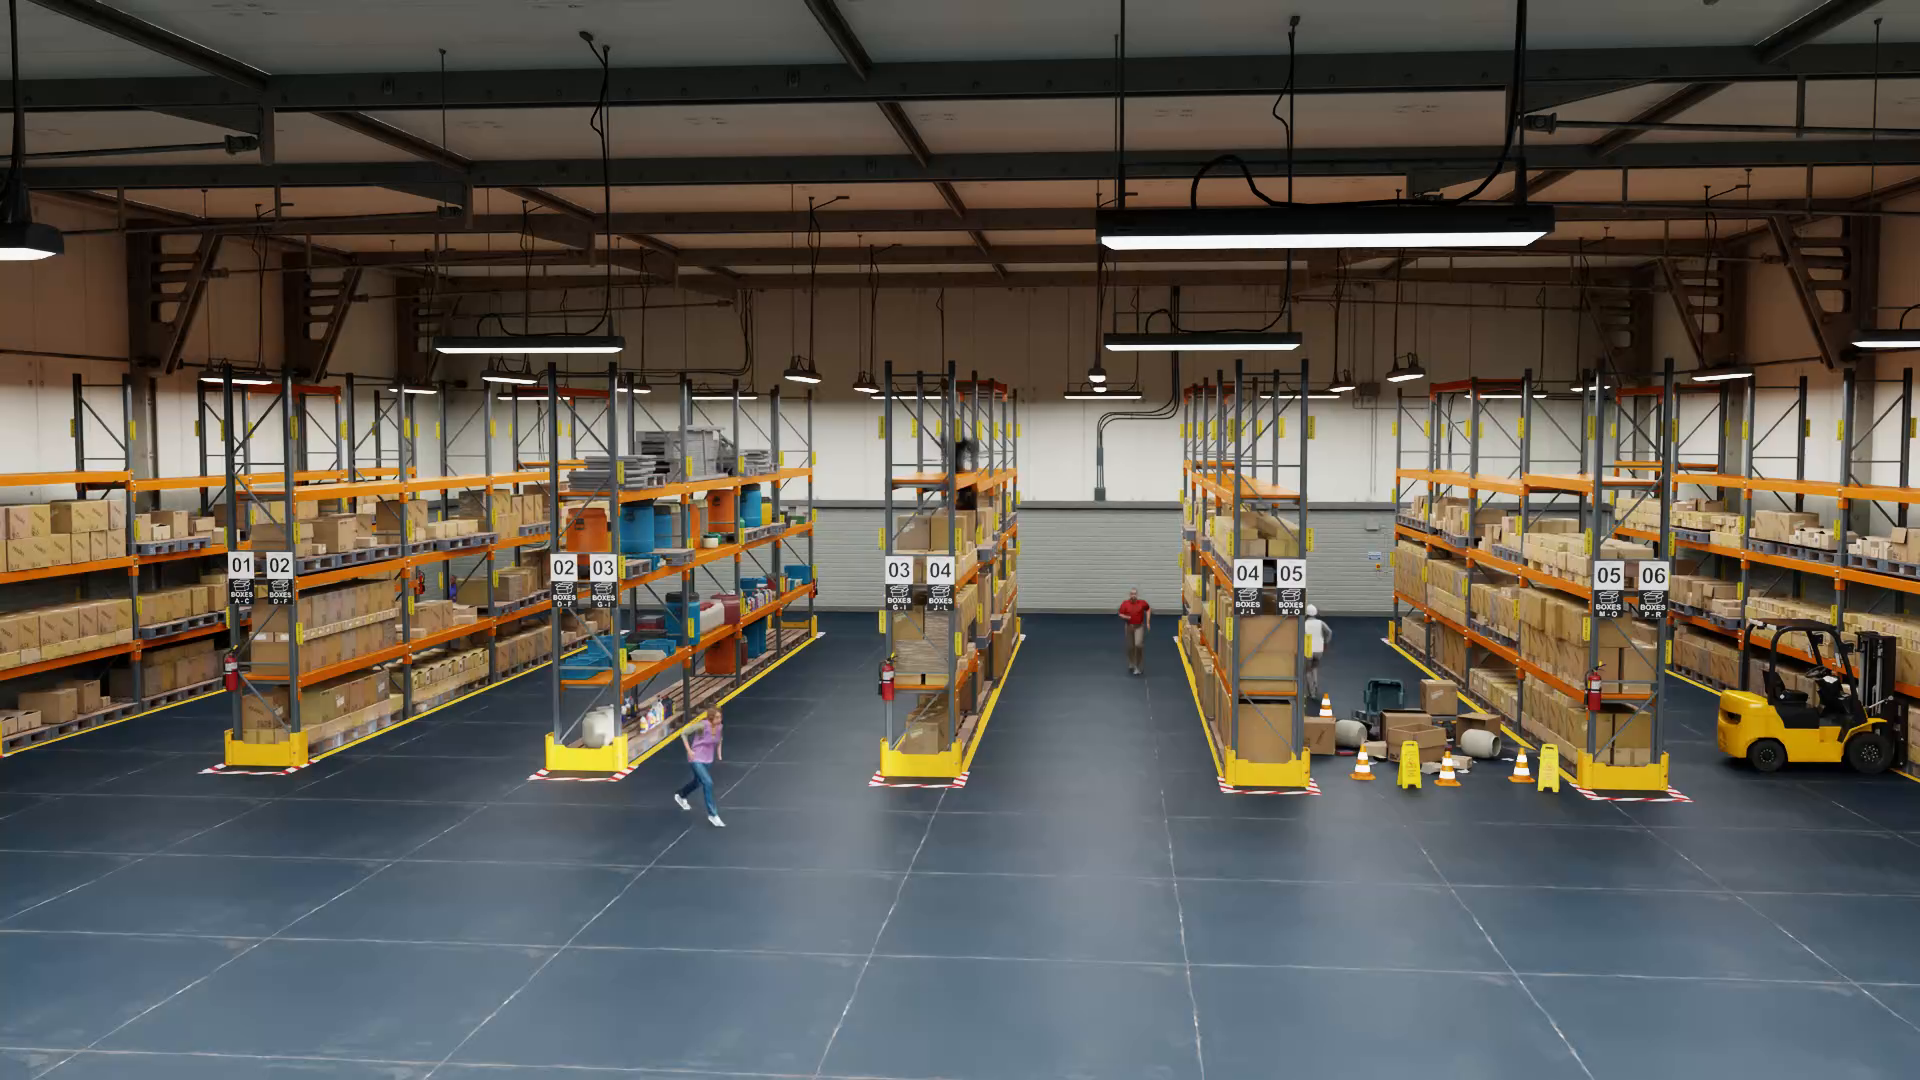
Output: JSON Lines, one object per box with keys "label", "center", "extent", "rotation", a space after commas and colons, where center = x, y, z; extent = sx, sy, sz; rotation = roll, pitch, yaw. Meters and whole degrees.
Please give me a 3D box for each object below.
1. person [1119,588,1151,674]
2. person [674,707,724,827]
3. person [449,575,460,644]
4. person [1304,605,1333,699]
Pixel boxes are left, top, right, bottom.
{"label": "person", "center": [3.603, 1.892, 34.410], "extent": [0.635, 1.790, 0.854], "rotation": [1, 4, 12]}
{"label": "person", "center": [-3.365, 2.863, 21.270], "extent": [0.575, 1.545, 0.920], "rotation": [-4, 5, -45]}
{"label": "person", "center": [-11.713, 1.641, 38.479], "extent": [0.579, 1.696, 0.733], "rotation": [0, 4, 5]}
{"label": "person", "center": [6.585, 2.084, 31.137], "extent": [0.691, 1.742, 0.727], "rotation": [0, 4, -3]}
